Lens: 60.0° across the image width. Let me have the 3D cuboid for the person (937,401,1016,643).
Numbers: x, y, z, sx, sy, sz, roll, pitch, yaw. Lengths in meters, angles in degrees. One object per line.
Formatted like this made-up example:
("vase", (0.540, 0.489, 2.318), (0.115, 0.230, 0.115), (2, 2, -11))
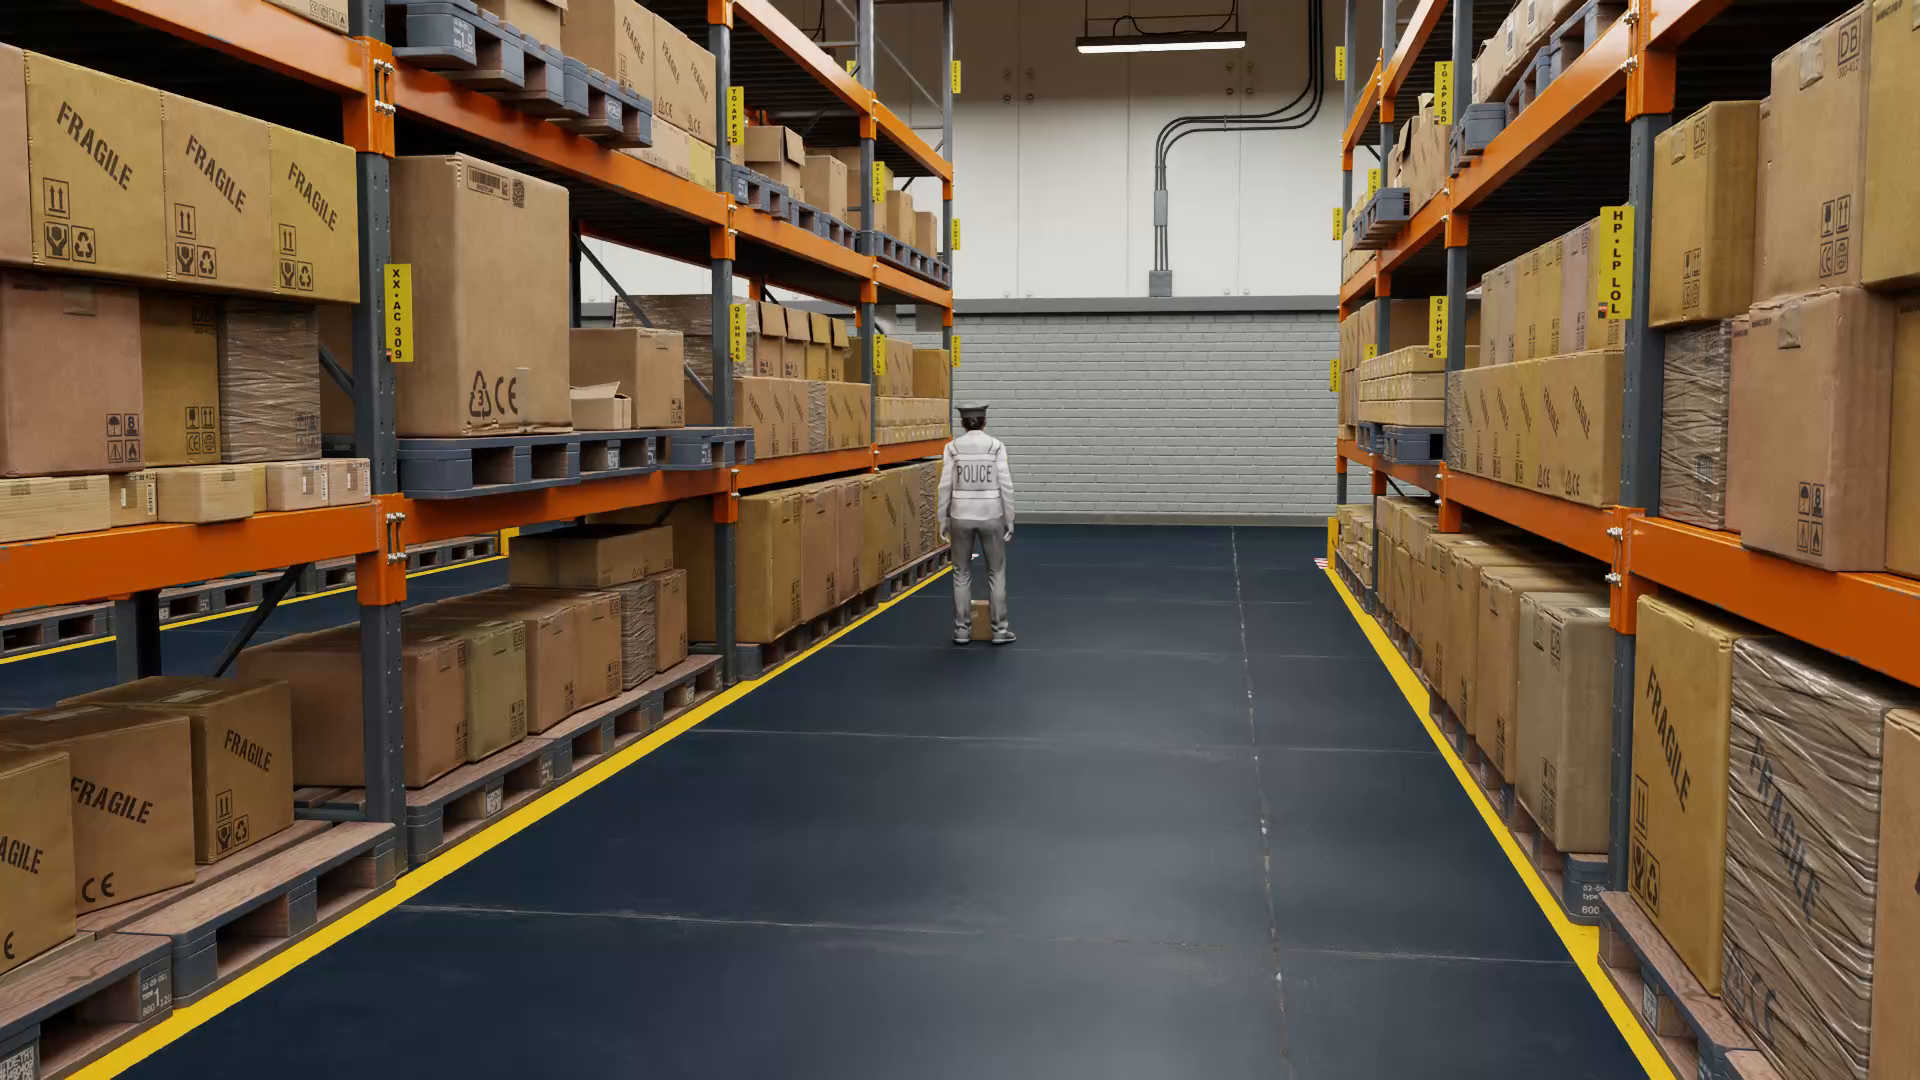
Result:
("person", (0.112, -0.121, 11.394), (0.541, 1.662, 0.374), (0, 5, 4))
